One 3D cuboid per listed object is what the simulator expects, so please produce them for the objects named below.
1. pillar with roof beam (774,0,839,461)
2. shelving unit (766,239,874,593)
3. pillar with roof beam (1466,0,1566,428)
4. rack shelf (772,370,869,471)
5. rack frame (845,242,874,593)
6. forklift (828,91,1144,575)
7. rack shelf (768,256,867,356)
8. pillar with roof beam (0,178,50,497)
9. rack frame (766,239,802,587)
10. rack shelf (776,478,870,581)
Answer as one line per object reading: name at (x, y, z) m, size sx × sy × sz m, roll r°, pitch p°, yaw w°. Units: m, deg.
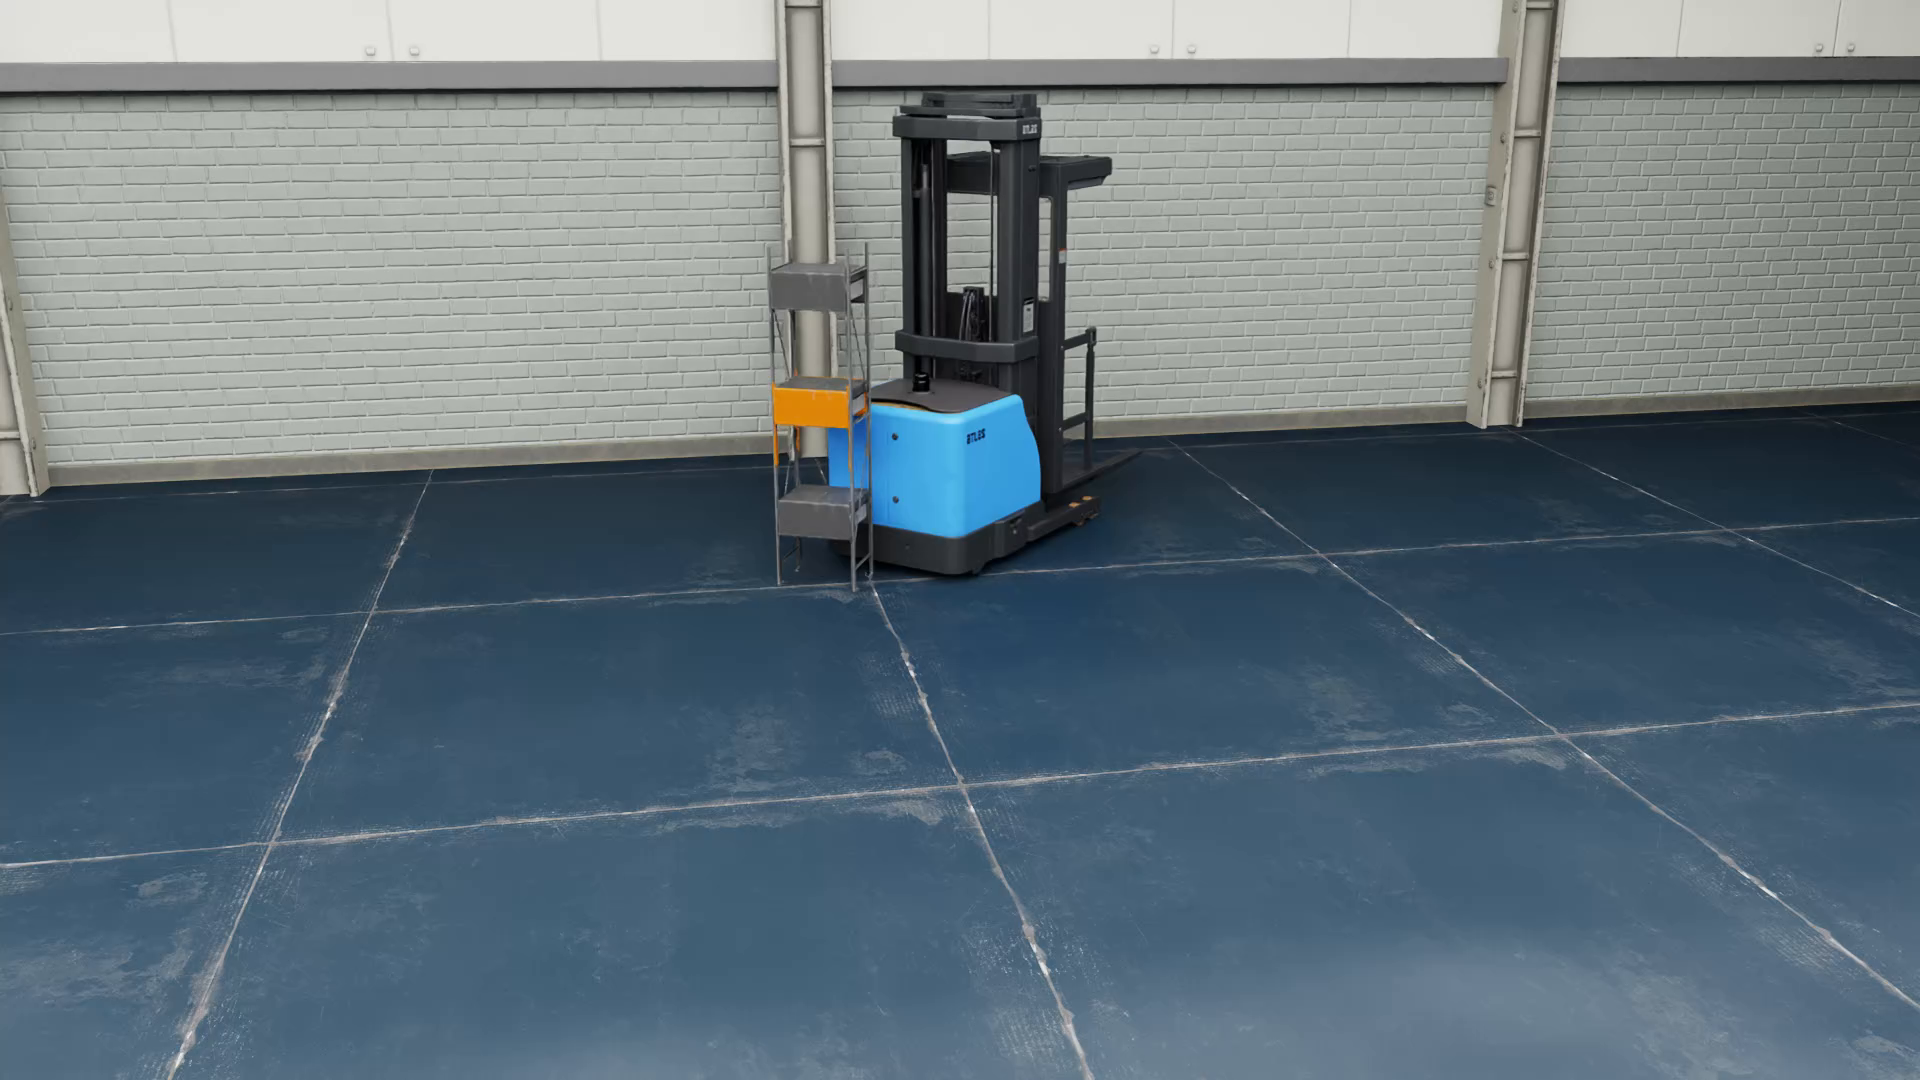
pillar with roof beam at (-0.375, -3.754, 8.209) m, size 0.400 × 9.000 × 9.100 m, roll -3°, pitch 17°, yaw -10°
shelving unit at (-0.843, -0.751, 10.180) m, size 0.503 × 2.100 × 0.431 m, roll 4°, pitch 18°, yaw 14°
pillar with roof beam at (5.516, -4.089, 9.297) m, size 0.400 × 9.000 × 9.100 m, roll -3°, pitch 17°, yaw -10°
rack shelf at (-0.843, -0.738, 10.184) m, size 0.480 × 0.518 × 0.431 m, roll 4°, pitch 18°, yaw 14°
rack frame at (-0.607, -0.733, 10.122) m, size 0.015 × 2.100 × 0.400 m, roll 4°, pitch 18°, yaw 14°
forklift at (0.341, -1.563, 11.407) m, size 1.130 × 2.935 × 3.031 m, roll 10°, pitch 20°, yaw 30°
rack shelf at (-0.843, -1.407, 9.978) m, size 0.480 × 0.518 × 0.431 m, roll 4°, pitch 18°, yaw 14°
pillar with roof beam at (-6.266, -3.420, 7.121) m, size 0.400 × 9.000 × 9.100 m, roll -3°, pitch 17°, yaw -10°
rack frame at (-1.079, -0.769, 10.238) m, size 0.015 × 2.100 × 0.400 m, roll 4°, pitch 18°, yaw 14°
rack shelf at (-0.843, -0.069, 10.390) m, size 0.480 × 0.518 × 0.431 m, roll 4°, pitch 18°, yaw 14°
